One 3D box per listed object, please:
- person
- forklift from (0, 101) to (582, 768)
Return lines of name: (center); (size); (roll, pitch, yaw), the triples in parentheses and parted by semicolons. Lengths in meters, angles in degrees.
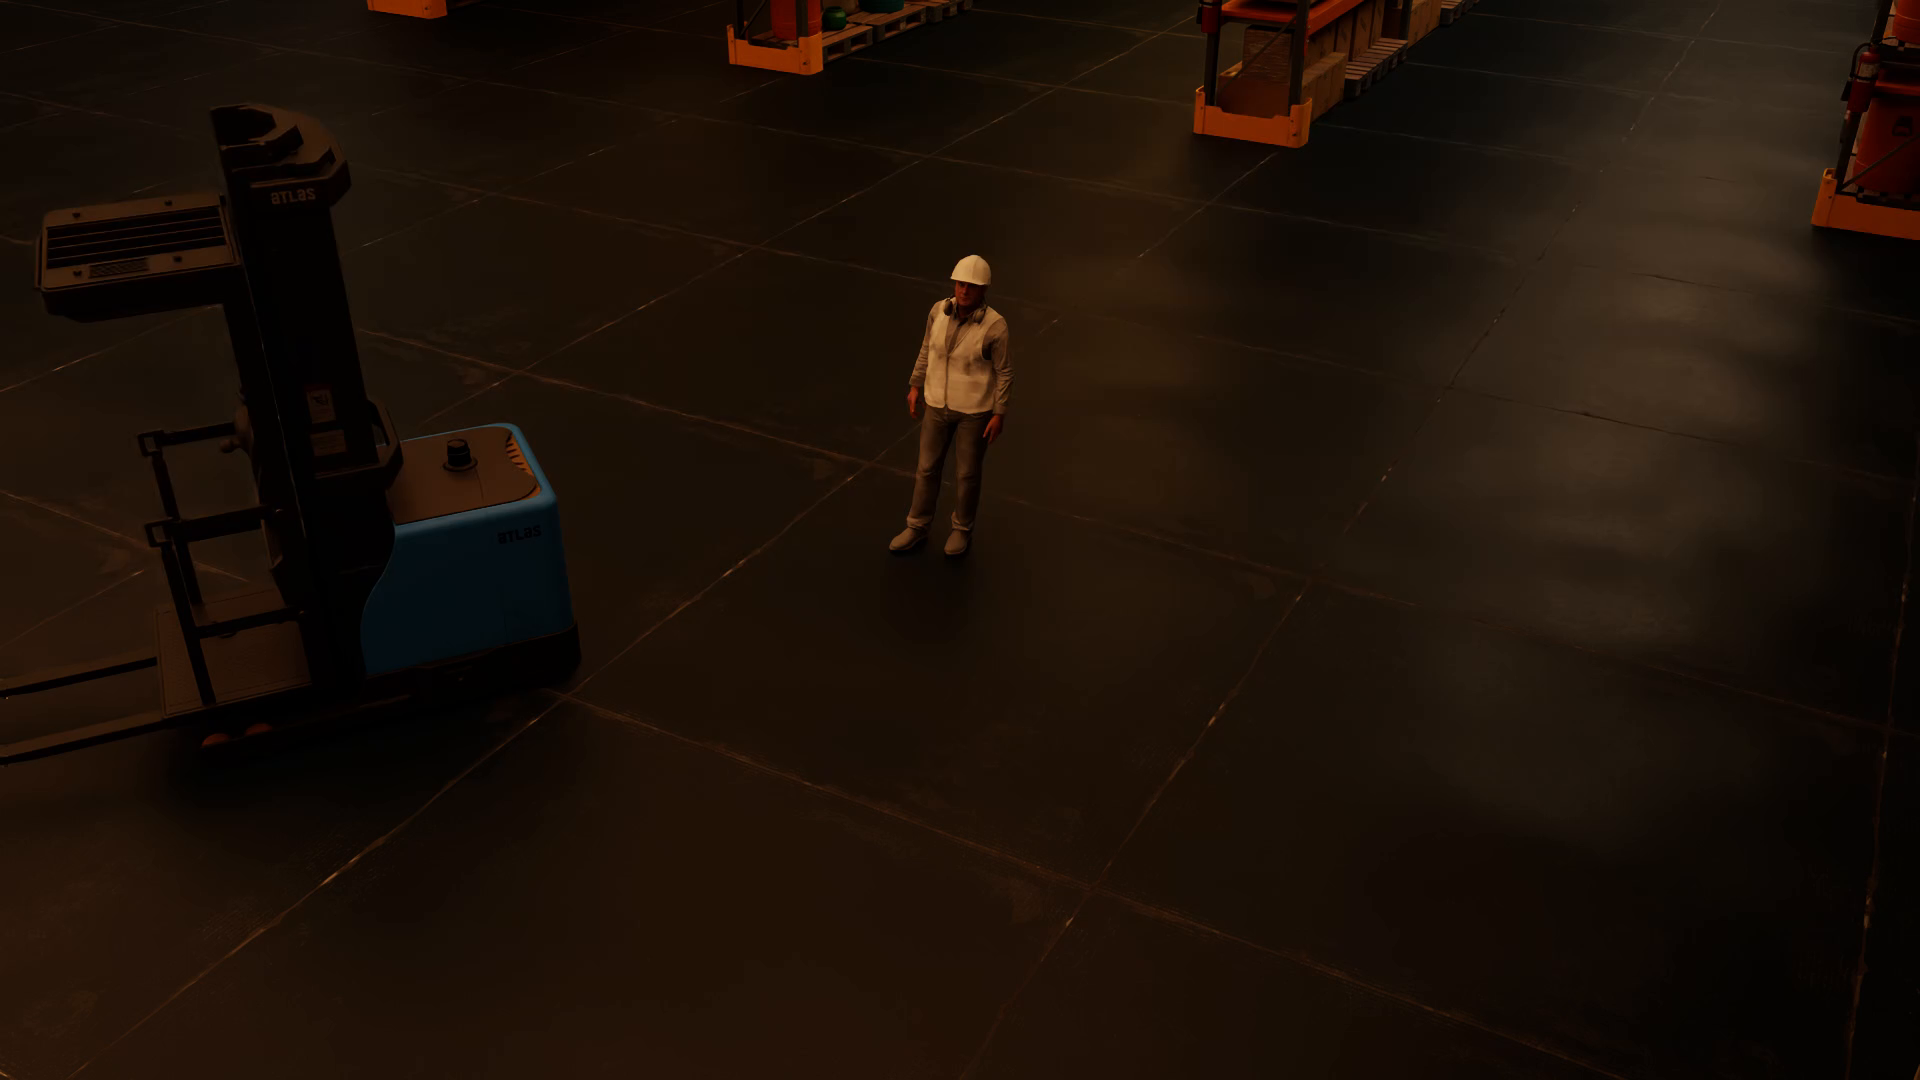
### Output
person: (-0.037, -0.750, 9.512); (0.632, 1.773, 0.568); (15, 33, 25)
forklift: (-3.554, -0.463, 7.872); (3.031, 2.935, 1.130); (-13, 32, -21)
